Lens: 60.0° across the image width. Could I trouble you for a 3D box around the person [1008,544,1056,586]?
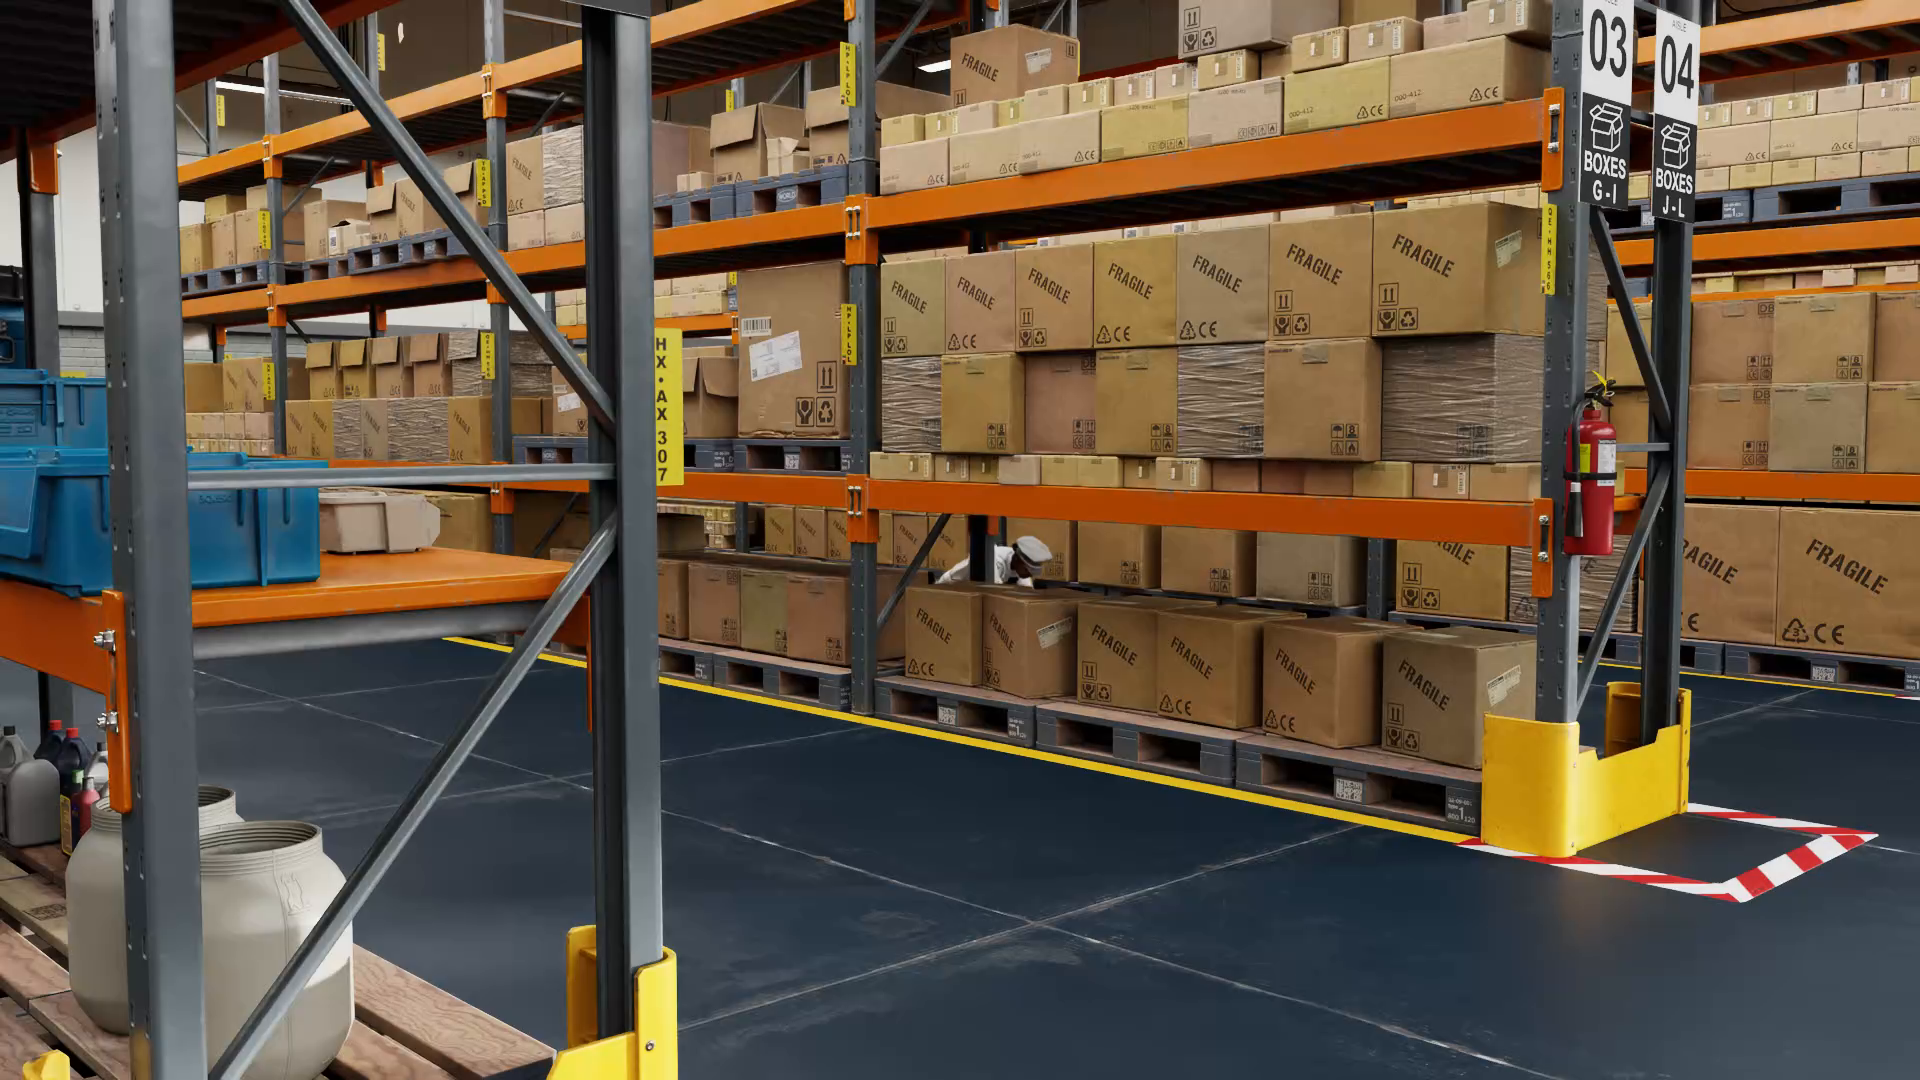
[{"bbox_3d":[0.287,0.367,10.981,0.794,0.941,0.405,4,6,43],"label":"person"}]
